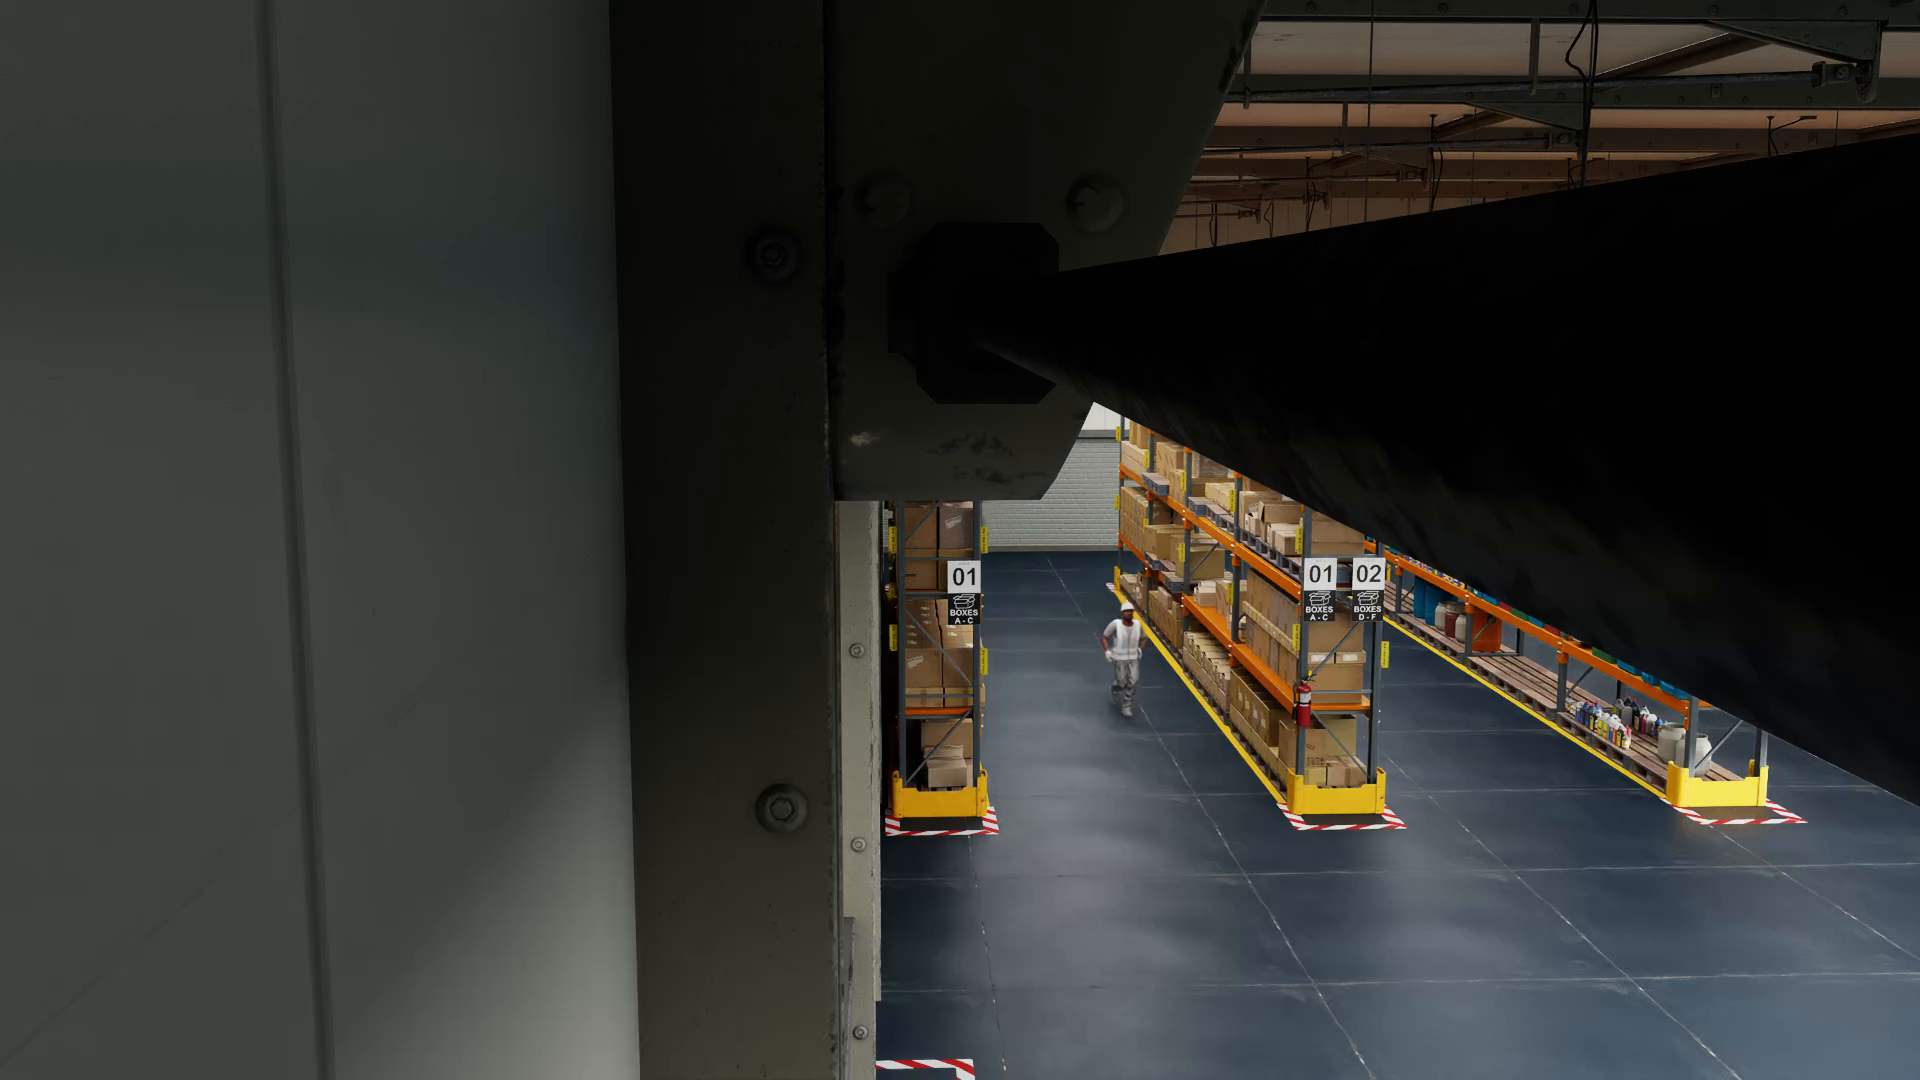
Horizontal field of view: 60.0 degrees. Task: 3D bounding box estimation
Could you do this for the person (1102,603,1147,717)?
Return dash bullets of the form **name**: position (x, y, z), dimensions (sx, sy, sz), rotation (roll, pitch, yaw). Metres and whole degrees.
- **person**: position (2.539, 1.815, 25.558), dimensions (0.705, 1.743, 0.621), rotation (-2, 8, -11)
